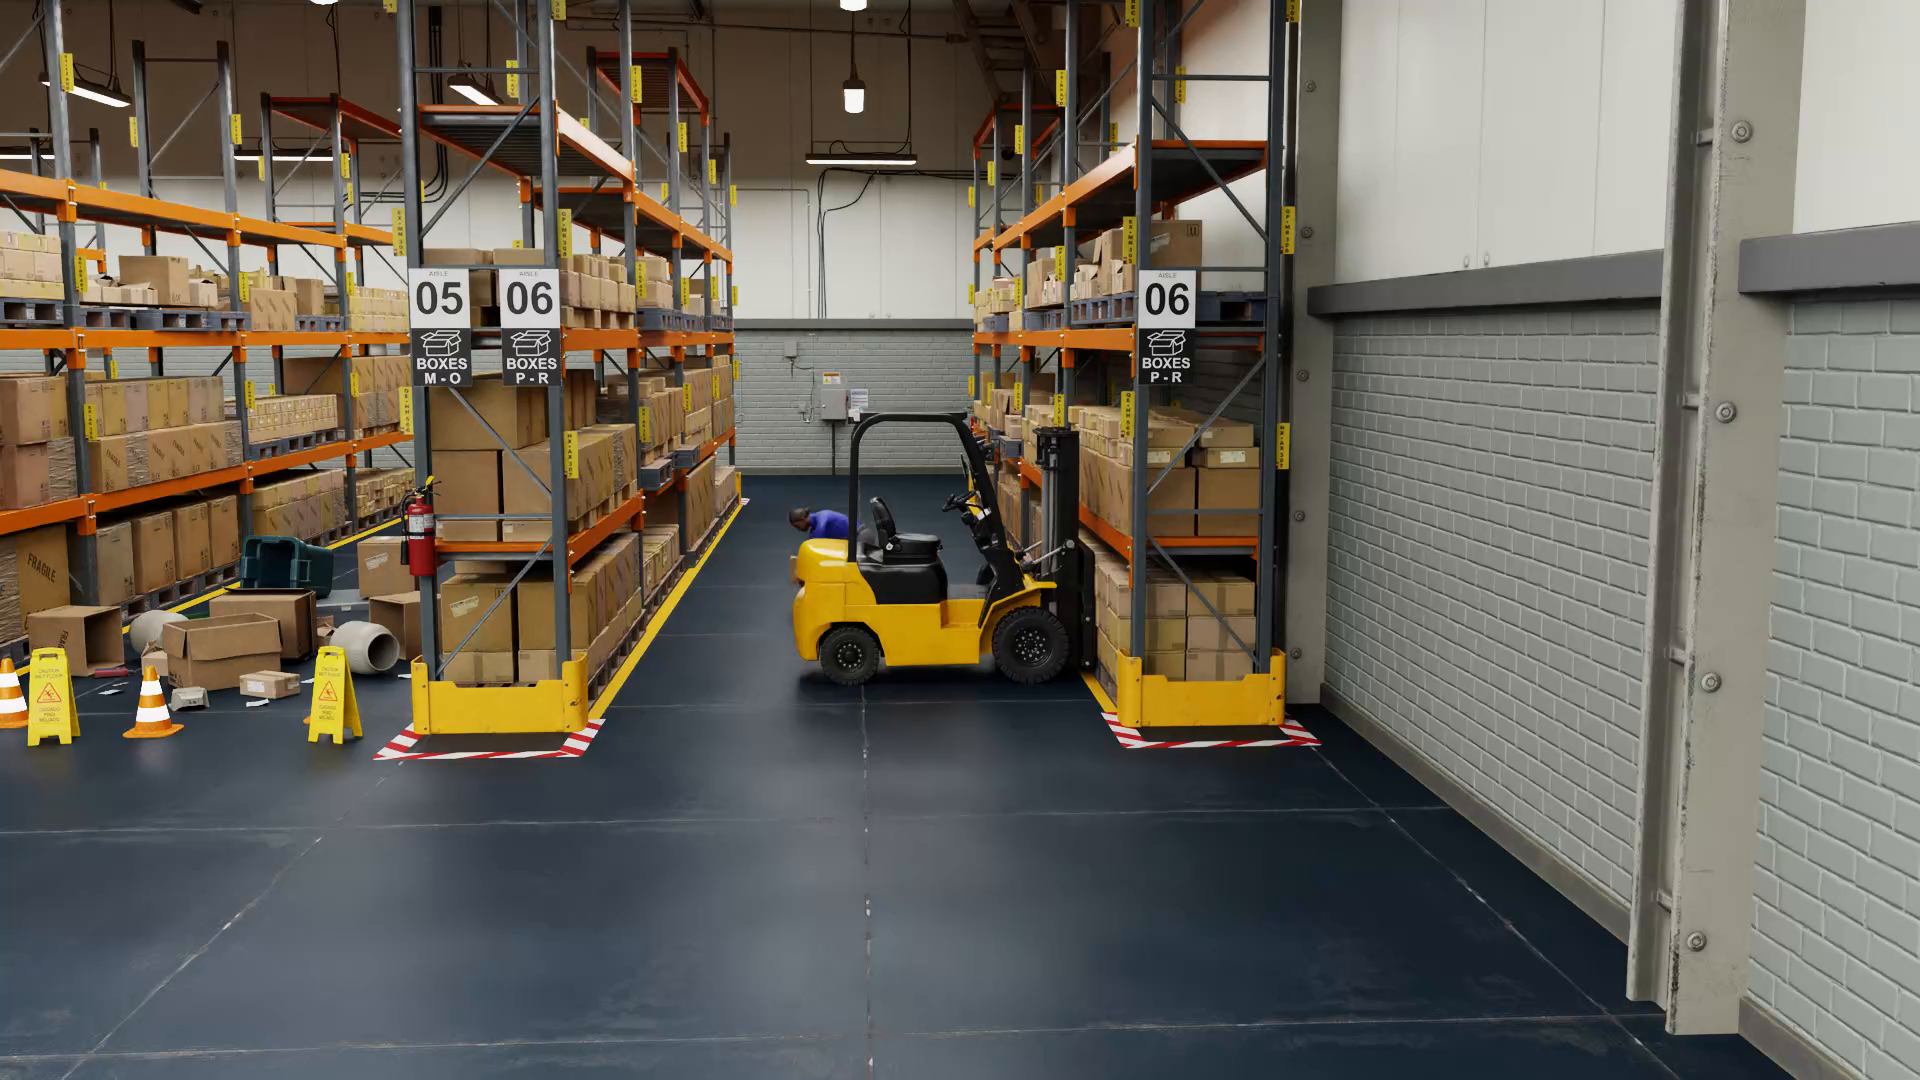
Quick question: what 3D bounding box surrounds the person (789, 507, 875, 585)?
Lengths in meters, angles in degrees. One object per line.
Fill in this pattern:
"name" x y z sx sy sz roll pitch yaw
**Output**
"person" -1.273 0.199 16.599 0.856 1.067 0.456 -1 7 -6
